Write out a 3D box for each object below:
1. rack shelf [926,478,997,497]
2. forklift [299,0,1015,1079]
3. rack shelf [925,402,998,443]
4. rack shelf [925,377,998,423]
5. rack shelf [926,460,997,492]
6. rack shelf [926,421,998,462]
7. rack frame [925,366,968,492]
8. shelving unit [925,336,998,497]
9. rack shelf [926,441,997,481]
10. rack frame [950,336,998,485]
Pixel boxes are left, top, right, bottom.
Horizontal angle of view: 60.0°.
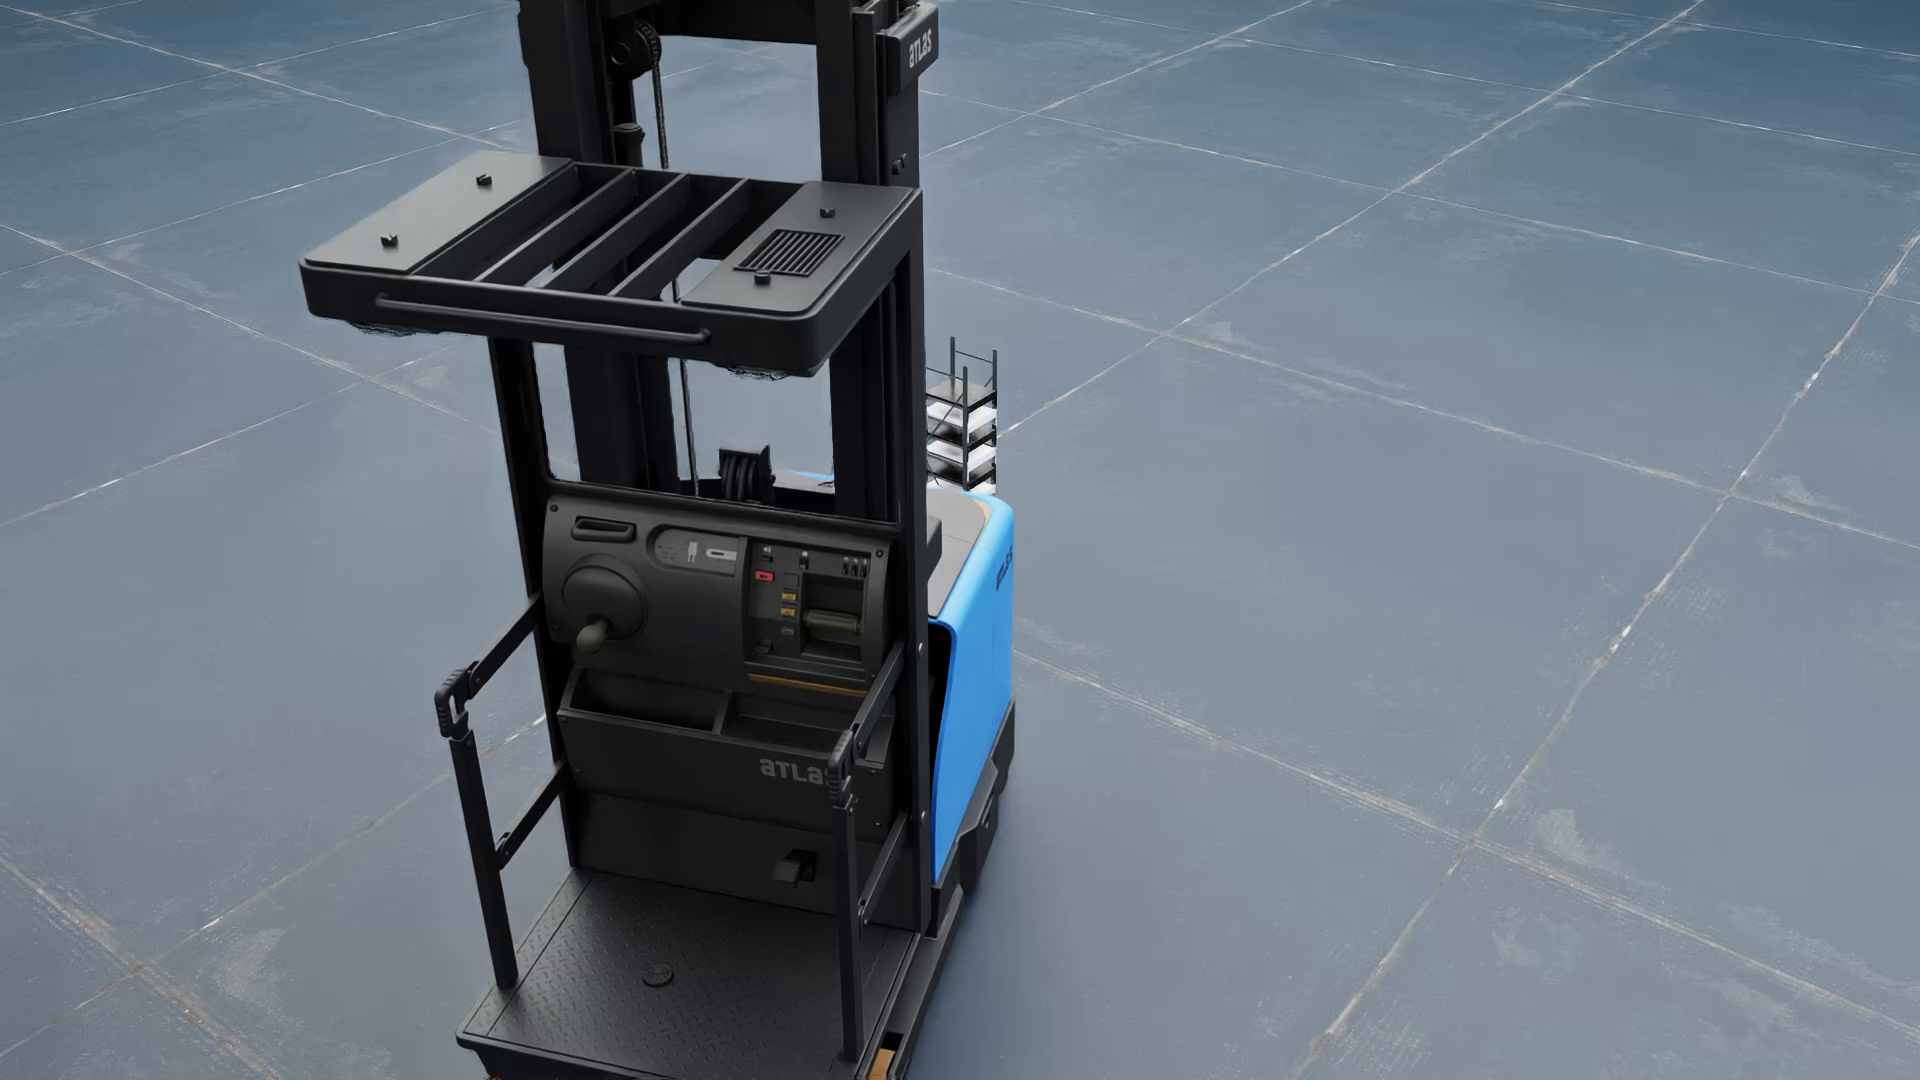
[{"bbox_3d":[-0.005,-0.200,7.124,0.258,0.077,0.200,21,37,31],"label":"rack shelf"},{"bbox_3d":[-0.684,0.183,4.066,1.130,2.935,3.031,8,32,13],"label":"forklift"},{"bbox_3d":[-0.005,-0.510,6.940,0.258,0.077,0.200,21,37,31],"label":"rack shelf"},{"bbox_3d":[-0.005,-0.587,6.894,0.258,0.077,0.200,21,37,31],"label":"rack shelf"},{"bbox_3d":[-0.005,-0.278,7.078,0.258,0.077,0.200,21,37,31],"label":"rack shelf"},{"bbox_3d":[-0.005,-0.433,6.986,0.258,0.077,0.200,21,37,31],"label":"rack shelf"},{"bbox_3d":[-0.066,-0.343,6.945,0.240,0.900,0.006,21,37,31],"label":"rack frame"},{"bbox_3d":[-0.005,-0.384,7.015,0.258,0.900,0.210,21,37,31],"label":"shelving unit"},{"bbox_3d":[-0.005,-0.355,7.032,0.258,0.077,0.200,21,37,31],"label":"rack shelf"},{"bbox_3d":[0.056,-0.425,7.085,0.240,0.900,0.006,21,37,31],"label":"rack frame"}]
